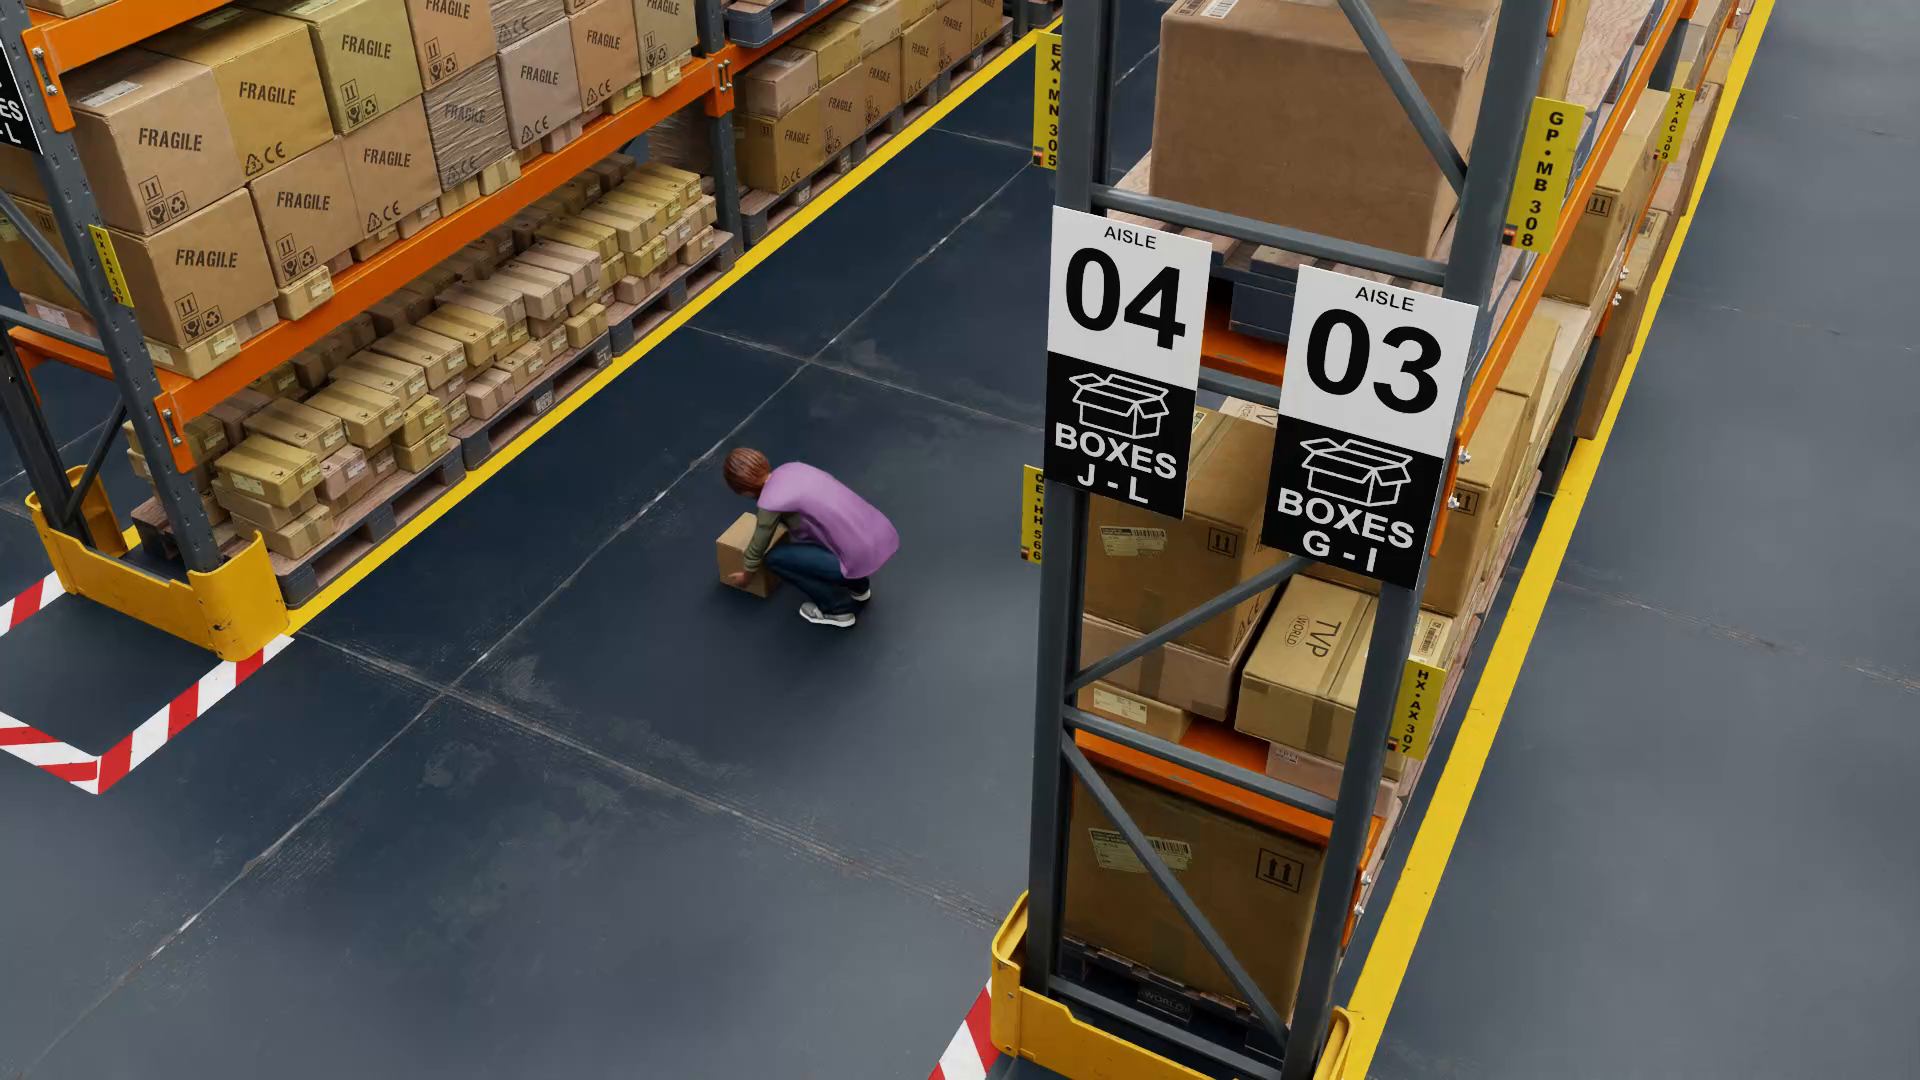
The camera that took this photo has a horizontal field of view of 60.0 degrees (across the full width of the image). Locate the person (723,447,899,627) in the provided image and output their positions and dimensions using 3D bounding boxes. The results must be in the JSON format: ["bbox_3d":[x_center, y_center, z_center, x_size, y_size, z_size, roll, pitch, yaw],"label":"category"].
[{"bbox_3d":[-0.666,-0.024,7.463,0.805,0.764,0.432,18,42,21],"label":"person"}]
